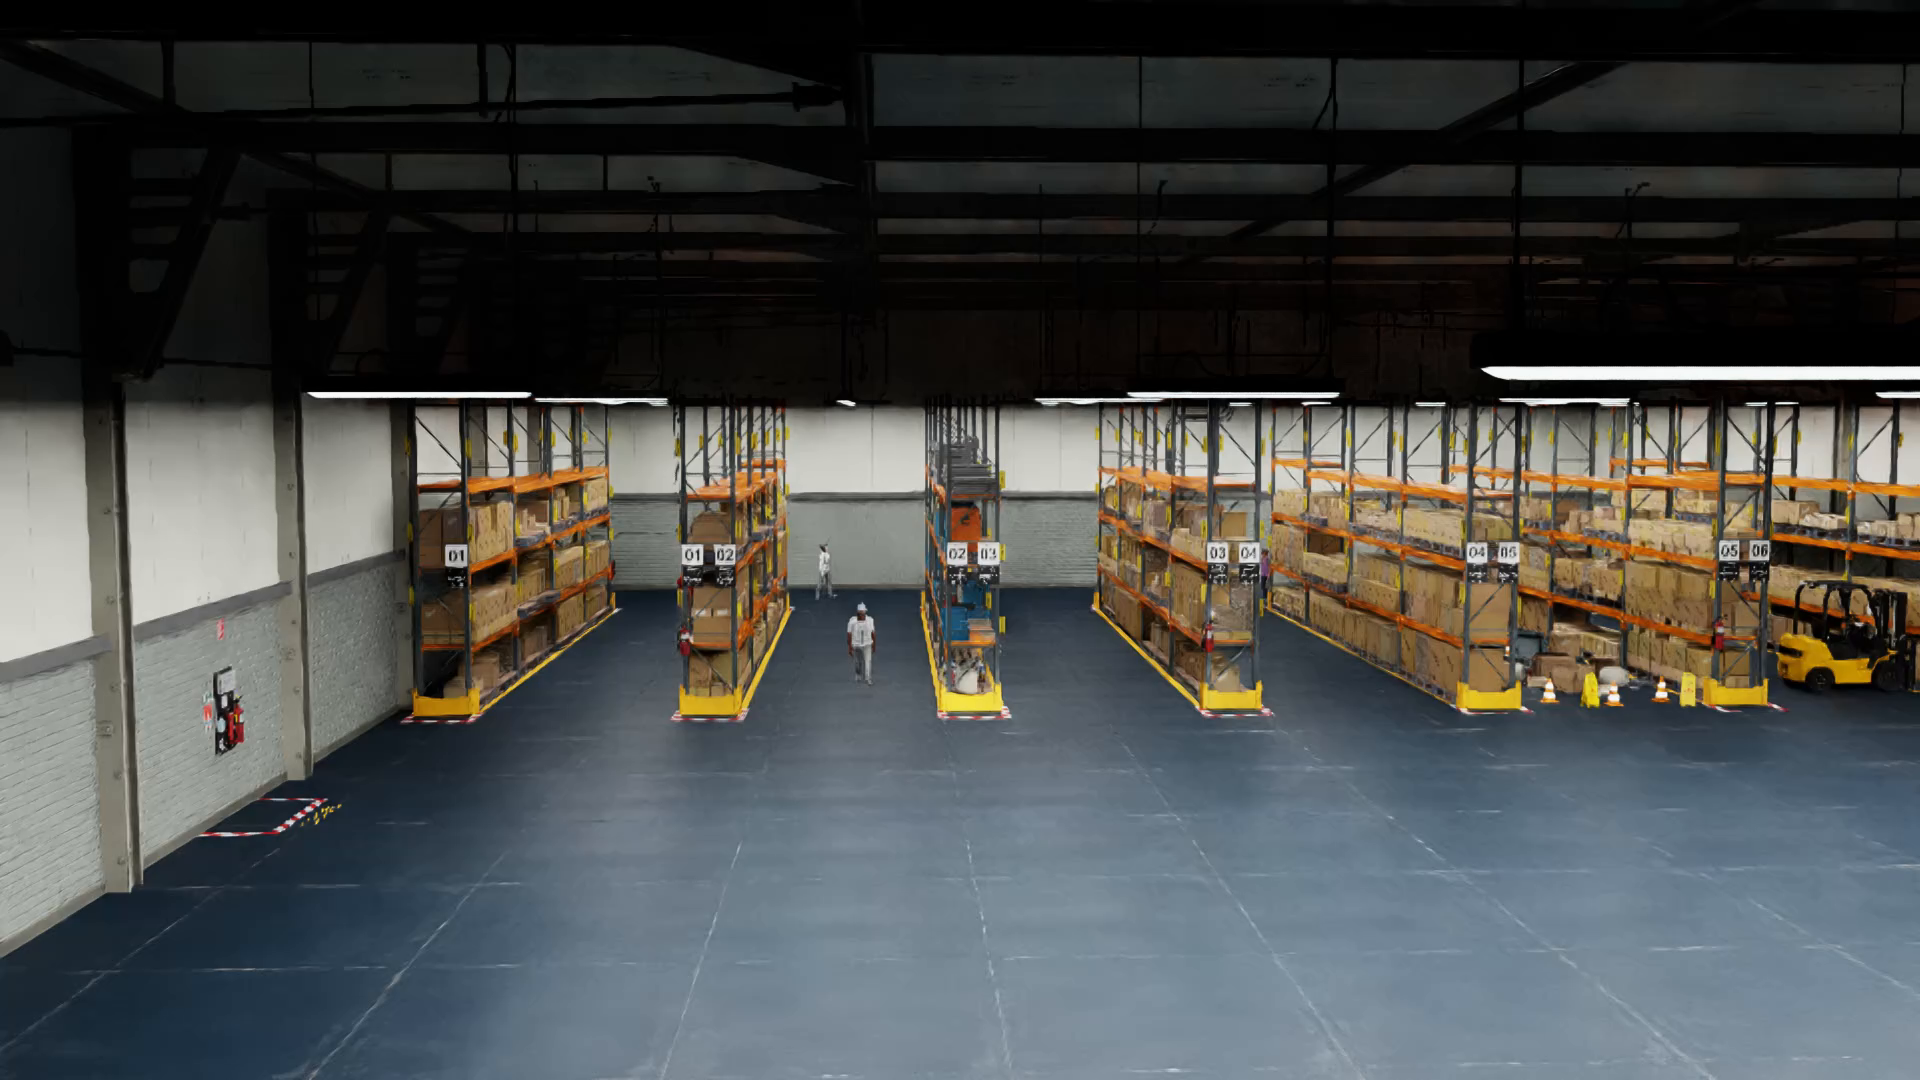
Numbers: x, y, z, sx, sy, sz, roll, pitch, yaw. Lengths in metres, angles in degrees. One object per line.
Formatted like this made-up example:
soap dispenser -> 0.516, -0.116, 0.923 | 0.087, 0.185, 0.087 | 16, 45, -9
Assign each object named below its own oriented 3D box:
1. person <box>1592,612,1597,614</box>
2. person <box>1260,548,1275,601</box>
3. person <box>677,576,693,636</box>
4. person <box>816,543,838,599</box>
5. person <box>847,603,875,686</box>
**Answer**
person -> 17.516, 1.260, 46.370 | 0.530, 1.587, 0.607 | 0, 5, 5
person -> 9.163, 1.027, 49.468 | 0.554, 1.579, 0.461 | -3, 5, -32
person -> -6.882, 1.572, 41.965 | 0.450, 1.658, 0.595 | -3, 5, -33
person -> -4.059, 0.917, 50.114 | 0.517, 1.669, 0.659 | 3, 5, 30
person -> -2.043, 2.143, 34.422 | 0.582, 1.685, 1.113 | 0, 5, -5
